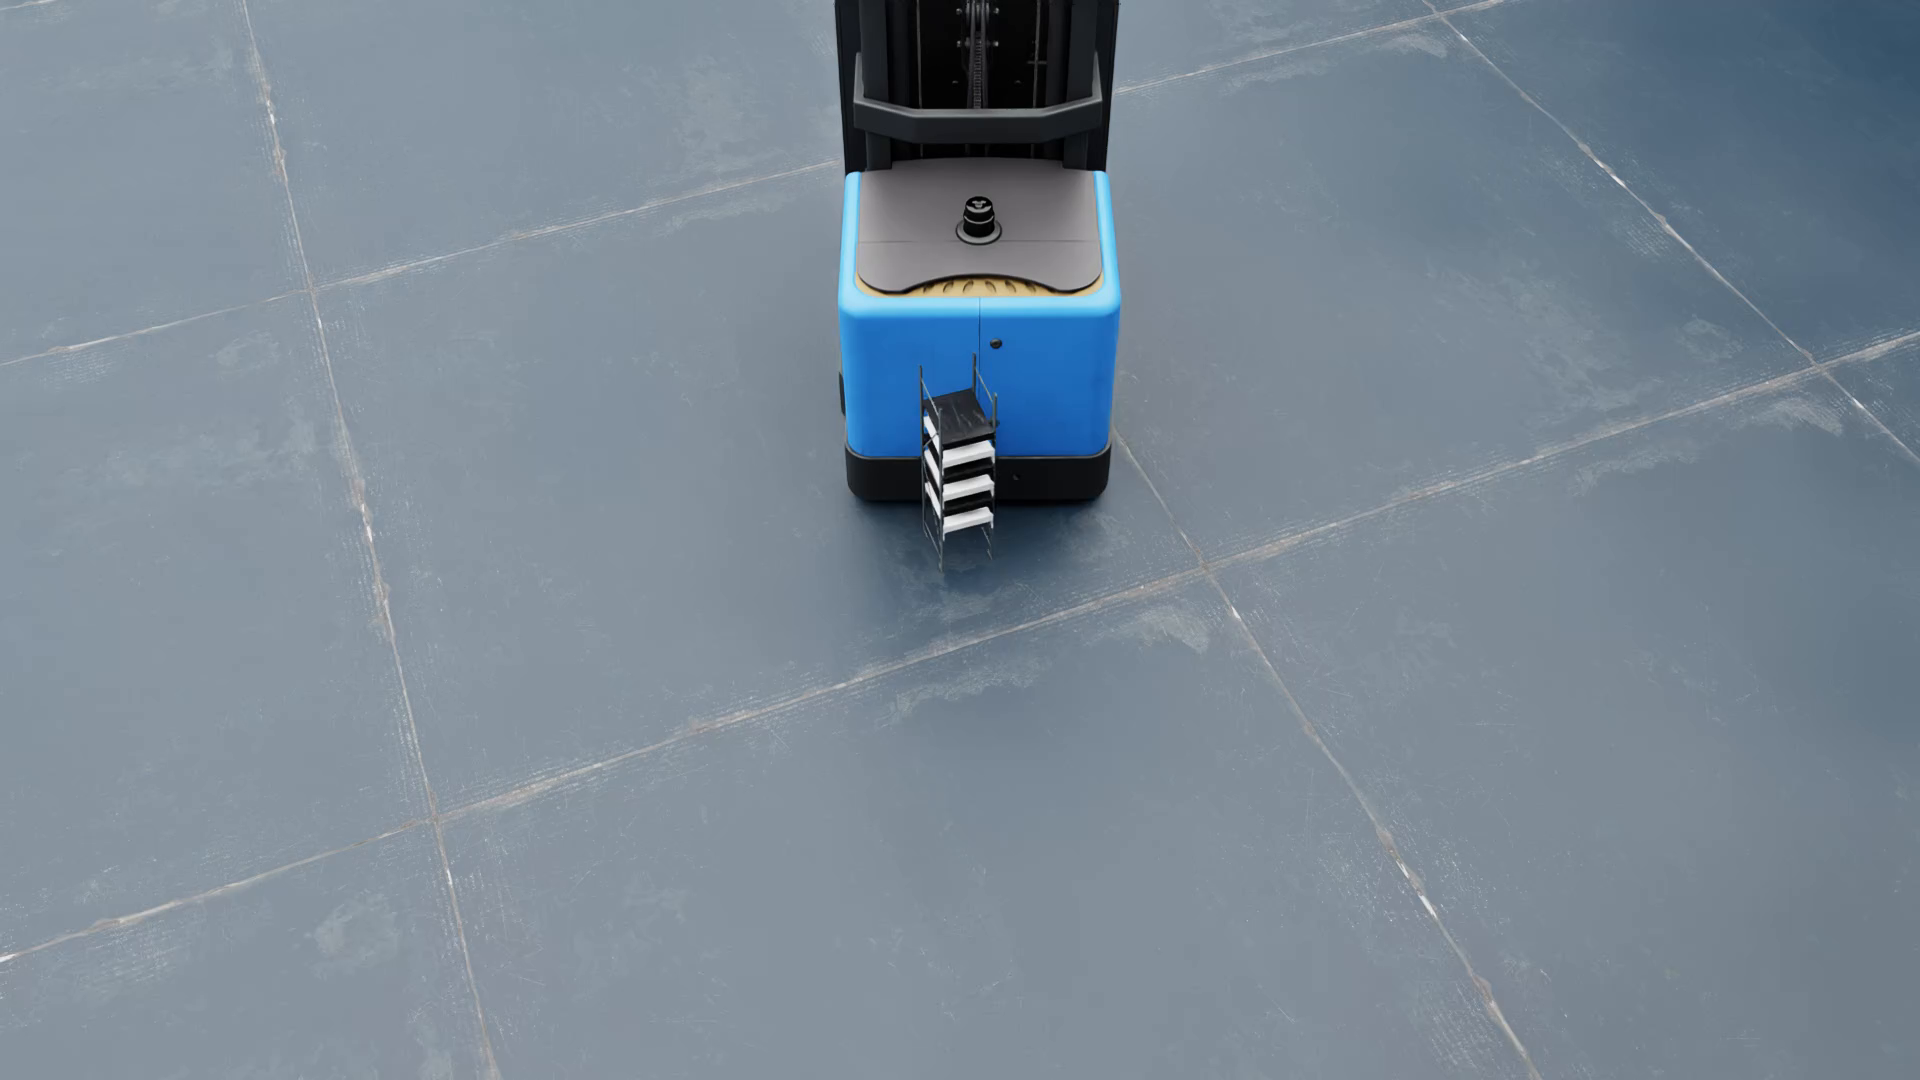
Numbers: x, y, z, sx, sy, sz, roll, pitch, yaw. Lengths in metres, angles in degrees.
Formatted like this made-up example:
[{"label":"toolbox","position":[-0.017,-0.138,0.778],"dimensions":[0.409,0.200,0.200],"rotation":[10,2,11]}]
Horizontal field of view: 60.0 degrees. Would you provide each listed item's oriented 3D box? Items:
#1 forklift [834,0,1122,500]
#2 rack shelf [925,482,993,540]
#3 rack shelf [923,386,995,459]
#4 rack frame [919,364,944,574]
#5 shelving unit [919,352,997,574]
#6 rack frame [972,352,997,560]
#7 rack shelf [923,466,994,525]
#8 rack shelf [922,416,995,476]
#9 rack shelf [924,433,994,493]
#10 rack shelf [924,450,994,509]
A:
[{"label":"forklift","position":[0.061,-2.217,6.563],"dimensions":[1.130,2.935,3.031],"rotation":[0,49,0]},{"label":"rack shelf","position":[-0.009,-0.135,6.395],"dimensions":[0.200,0.077,0.258],"rotation":[-15,51,-12]},{"label":"rack shelf","position":[-0.009,-0.428,6.053],"dimensions":[0.200,0.077,0.258],"rotation":[-15,51,-12]},{"label":"rack frame","position":[-0.105,-0.249,6.211],"dimensions":[0.006,0.900,0.240],"rotation":[-15,51,-12]},{"label":"shelving unit","position":[-0.009,-0.274,6.233],"dimensions":[0.210,0.900,0.258],"rotation":[-15,51,-12]},{"label":"rack frame","position":[0.087,-0.299,6.255],"dimensions":[0.006,0.900,0.240],"rotation":[-15,51,-12]},{"label":"rack shelf","position":[-0.009,-0.194,6.327],"dimensions":[0.200,0.077,0.258],"rotation":[-15,51,-12]},{"label":"rack shelf","position":[-0.009,-0.370,6.122],"dimensions":[0.200,0.077,0.258],"rotation":[-15,51,-12]},{"label":"rack shelf","position":[-0.009,-0.311,6.190],"dimensions":[0.200,0.077,0.258],"rotation":[-15,51,-12]},{"label":"rack shelf","position":[-0.009,-0.252,6.258],"dimensions":[0.200,0.077,0.258],"rotation":[-15,51,-12]}]
